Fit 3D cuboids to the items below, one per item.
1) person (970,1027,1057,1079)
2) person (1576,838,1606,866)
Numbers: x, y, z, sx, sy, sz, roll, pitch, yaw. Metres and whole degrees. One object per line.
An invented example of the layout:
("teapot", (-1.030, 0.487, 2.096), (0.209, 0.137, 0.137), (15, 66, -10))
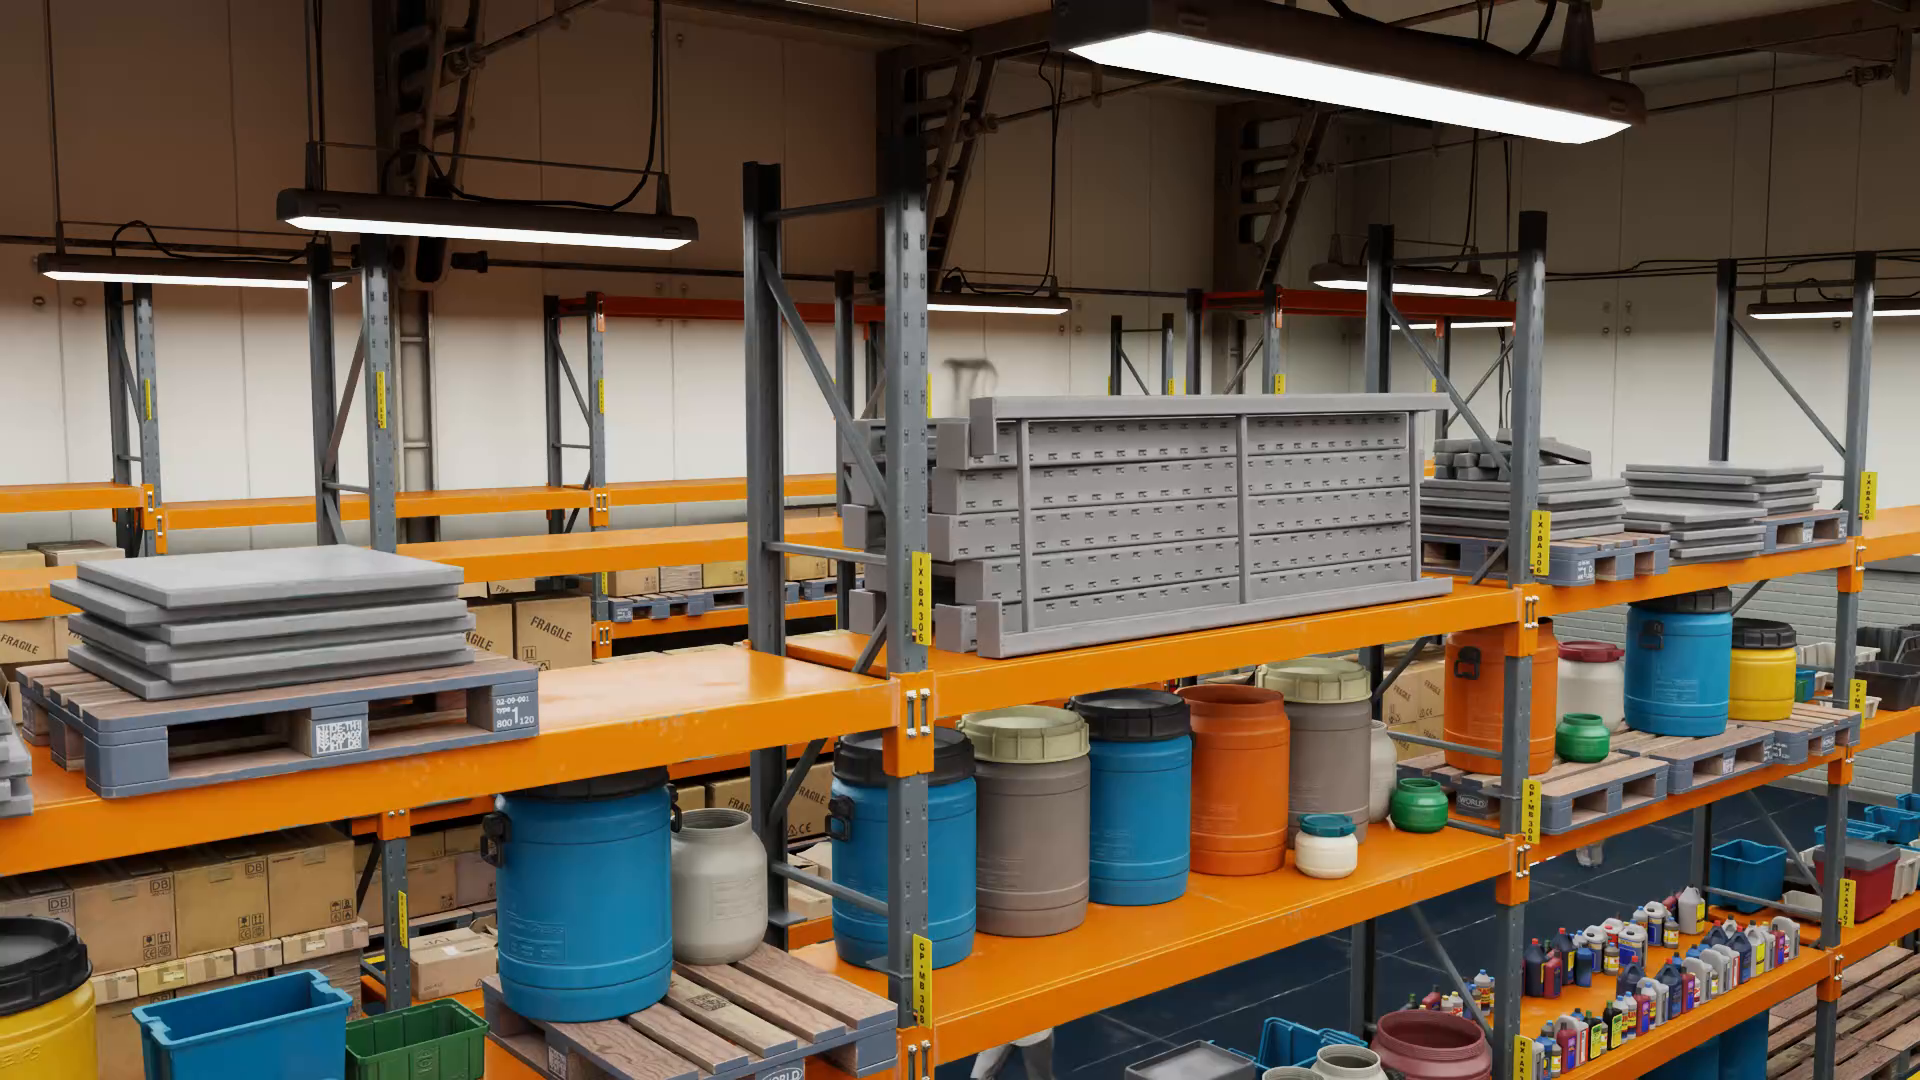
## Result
("person", (0.412, 3.252, 10.956), (0.649, 1.772, 0.944), (4, 7, 39))
("person", (6.711, 2.642, 17.610), (0.634, 1.660, 0.578), (0, 6, -1))
